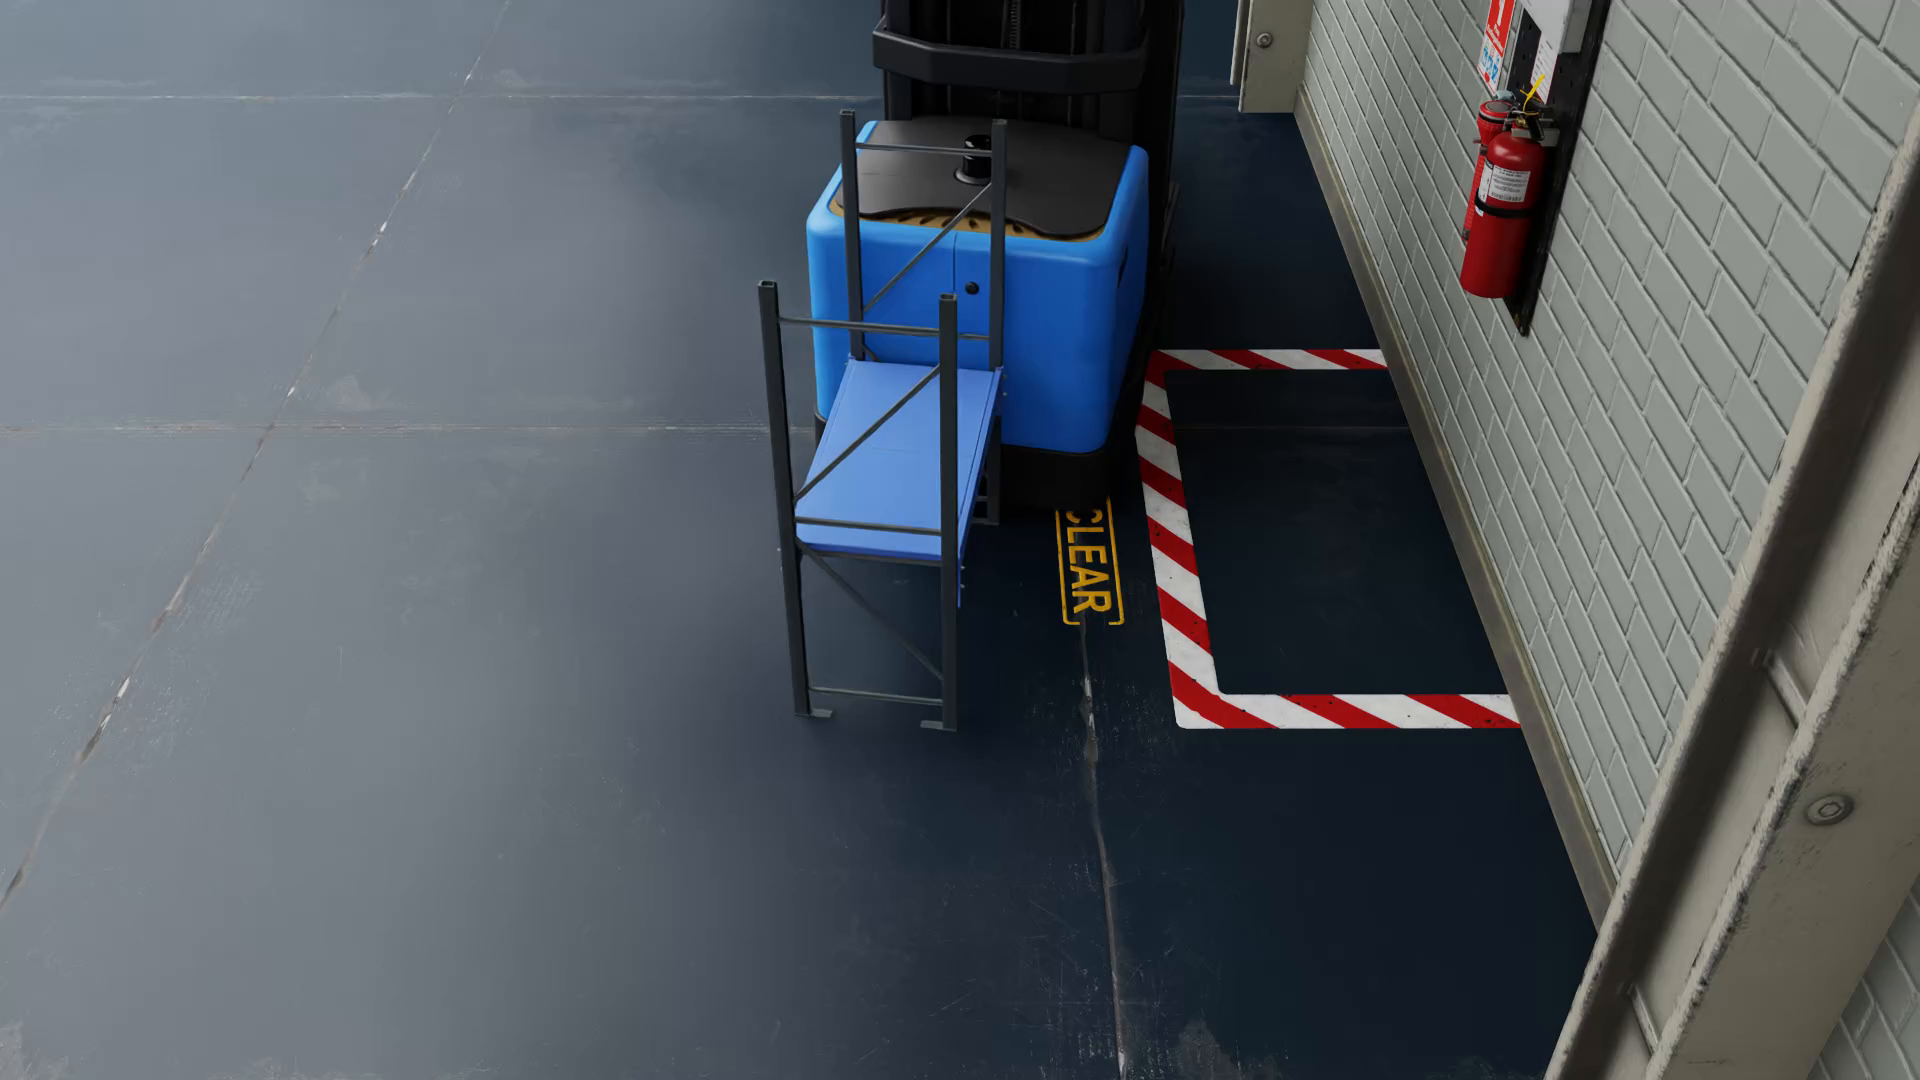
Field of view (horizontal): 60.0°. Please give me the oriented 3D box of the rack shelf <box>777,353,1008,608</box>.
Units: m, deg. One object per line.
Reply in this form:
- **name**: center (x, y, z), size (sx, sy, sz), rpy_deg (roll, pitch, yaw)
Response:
- **rack shelf**: center (-0.182, -0.209, 5.100), size (0.538, 0.185, 1.000), rpy_deg (5, 39, 6)

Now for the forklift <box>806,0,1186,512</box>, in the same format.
- **forklift**: center (0.307, -2.167, 6.110), size (1.130, 2.935, 3.031), rpy_deg (8, 39, 10)

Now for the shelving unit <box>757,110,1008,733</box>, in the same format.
- **shelving unit**: center (-0.182, -0.350, 4.987), size (0.538, 1.500, 1.048), rpy_deg (5, 39, 6)

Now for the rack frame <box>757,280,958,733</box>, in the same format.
- **rack frame**: center (-0.255, -0.035, 4.594), size (0.500, 1.500, 0.032), rpy_deg (5, 39, 6)

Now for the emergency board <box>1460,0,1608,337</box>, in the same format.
- **emergency board**: center (1.621, -1.264, 4.929), size (0.194, 1.169, 0.643), rpy_deg (0, 39, 0)

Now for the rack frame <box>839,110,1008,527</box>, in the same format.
- **rack frame**: center (-0.109, -0.664, 5.380), size (0.500, 1.500, 0.032), rpy_deg (5, 39, 6)

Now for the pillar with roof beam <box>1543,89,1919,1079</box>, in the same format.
- **pillar with roof beam**: center (-2.719, -2.057, 1.121), size (9.100, 9.000, 0.400), rpy_deg (0, 39, 0)

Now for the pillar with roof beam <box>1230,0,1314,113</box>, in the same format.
- **pillar with roof beam**: center (-2.726, -5.809, 5.803), size (9.100, 9.000, 0.400), rpy_deg (0, 39, 0)

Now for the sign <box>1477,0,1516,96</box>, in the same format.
- **sign**: center (1.724, -1.624, 5.349), size (0.001, 0.329, 0.234), rpy_deg (0, 39, 0)
